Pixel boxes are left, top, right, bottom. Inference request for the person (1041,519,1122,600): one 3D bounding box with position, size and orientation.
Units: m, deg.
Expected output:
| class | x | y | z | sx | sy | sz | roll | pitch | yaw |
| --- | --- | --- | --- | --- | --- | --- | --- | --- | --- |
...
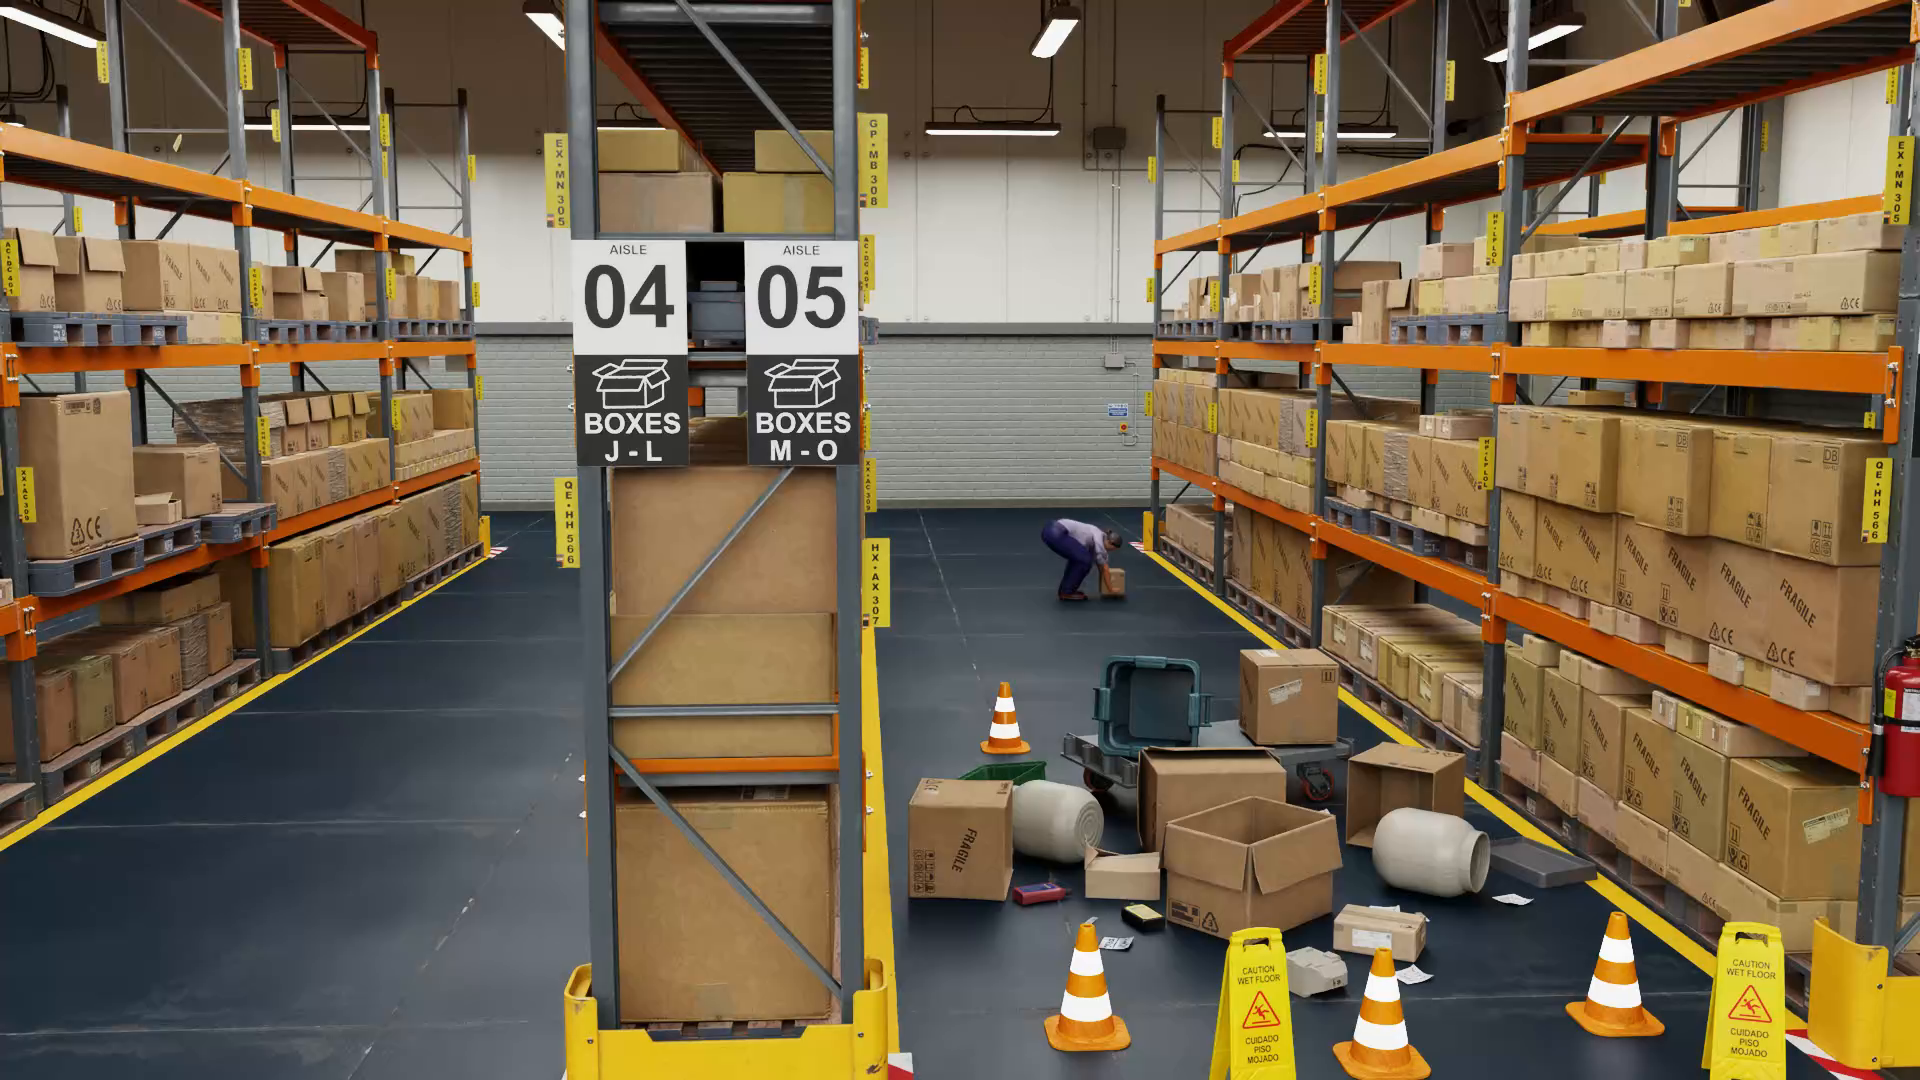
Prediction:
| class | x | y | z | sx | sy | sz | roll | pitch | yaw |
| --- | --- | --- | --- | --- | --- | --- | --- | --- | --- |
| person | 1.342 | 0.206 | 18.299 | 0.895 | 0.880 | 0.496 | -1 | 7 | -6 |
